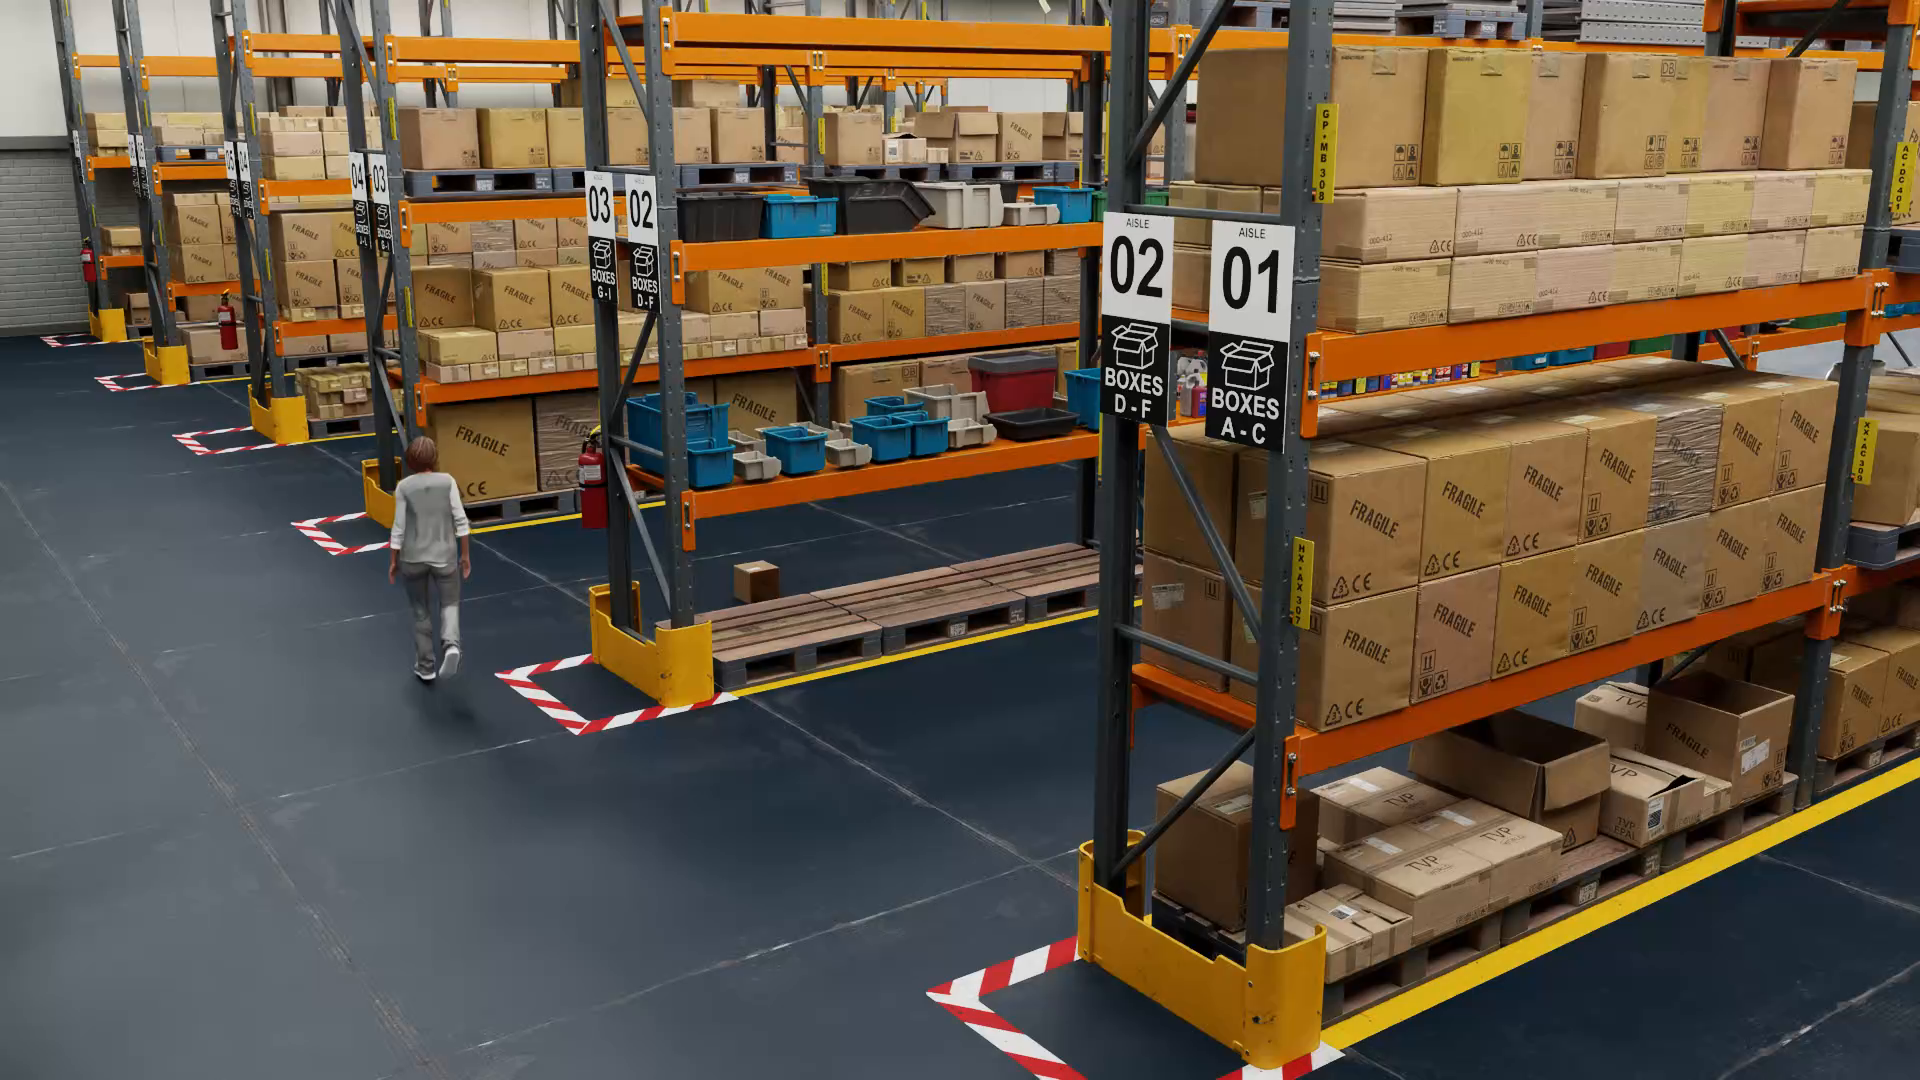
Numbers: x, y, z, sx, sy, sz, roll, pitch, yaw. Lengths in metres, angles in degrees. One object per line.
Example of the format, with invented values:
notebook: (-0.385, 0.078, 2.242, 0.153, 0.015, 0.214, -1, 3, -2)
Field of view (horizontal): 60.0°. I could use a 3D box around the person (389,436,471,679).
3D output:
person: (-3.318, 0.146, 10.425, 0.499, 1.570, 0.630, -6, 16, -22)
